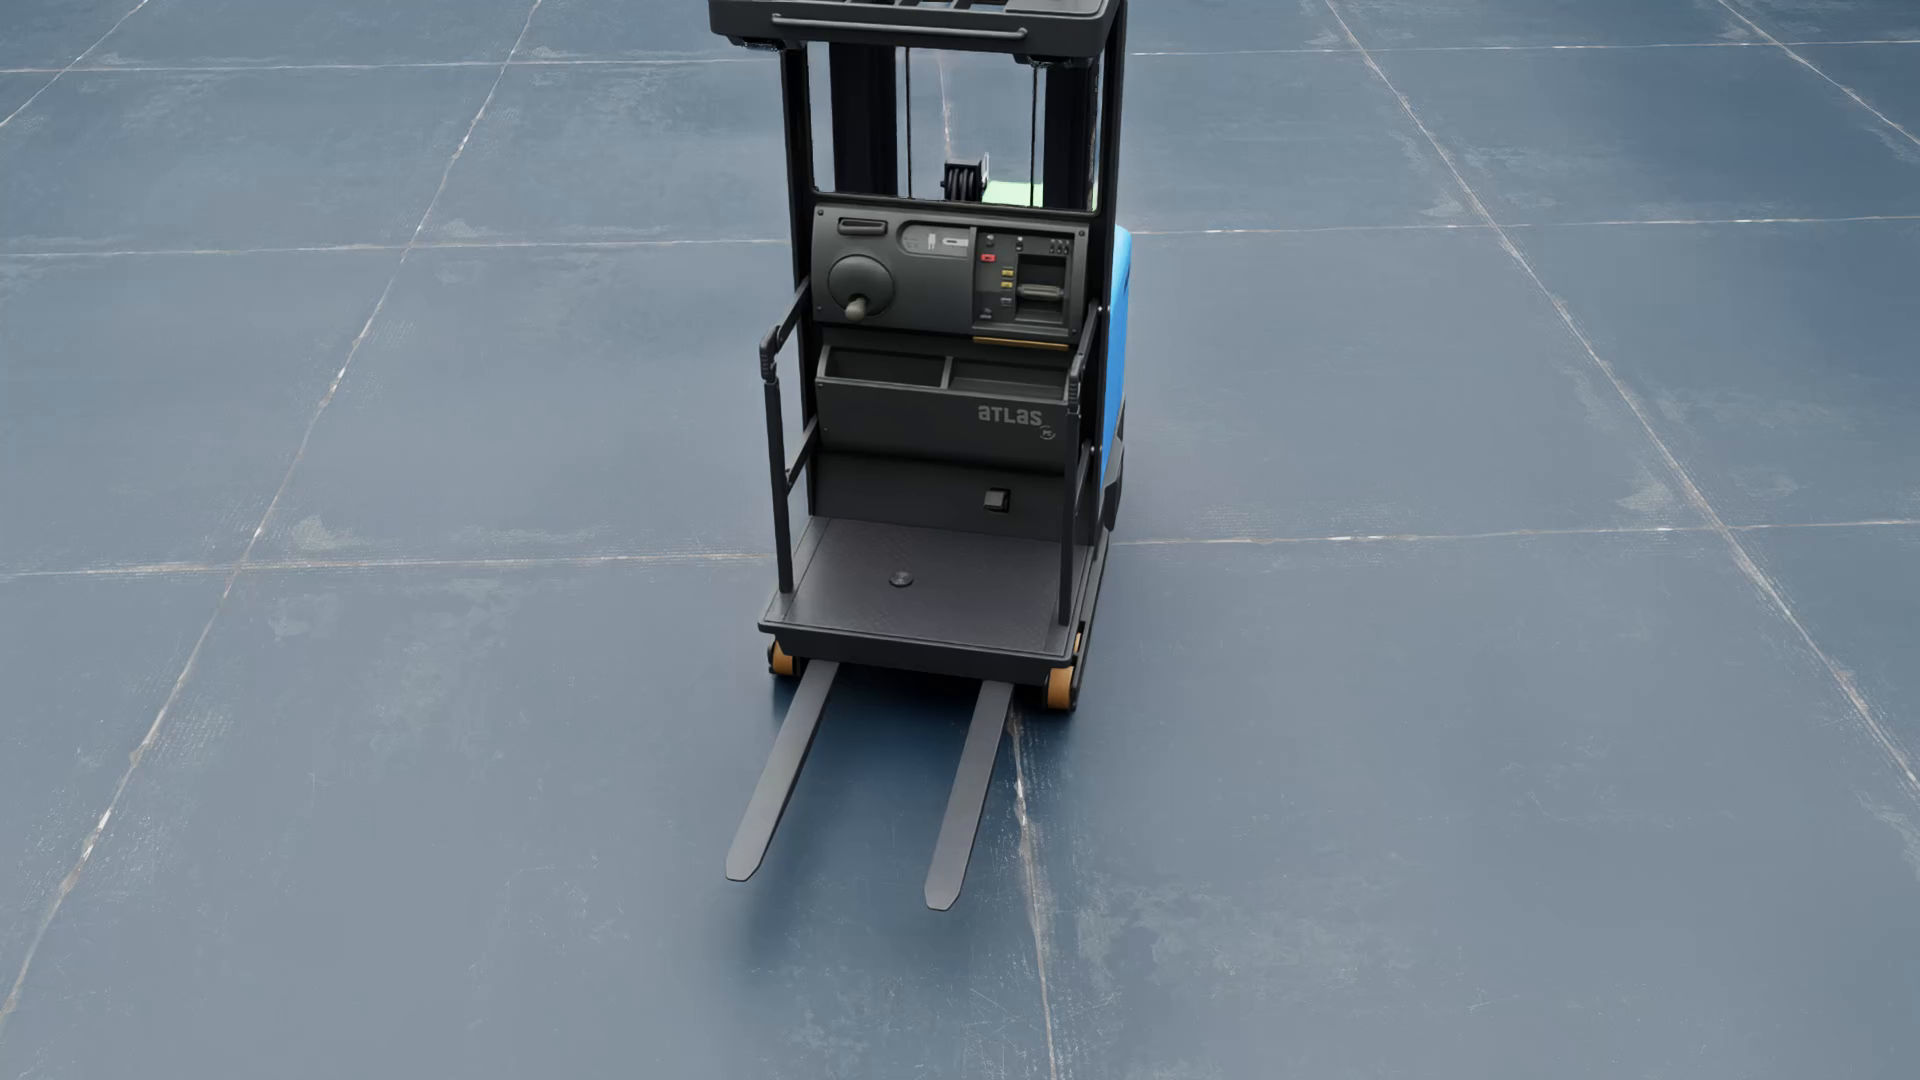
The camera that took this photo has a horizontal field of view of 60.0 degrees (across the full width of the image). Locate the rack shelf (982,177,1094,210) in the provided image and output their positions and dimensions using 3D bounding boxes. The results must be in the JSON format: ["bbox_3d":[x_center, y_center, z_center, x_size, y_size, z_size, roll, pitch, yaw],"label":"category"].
[{"bbox_3d":[0.334,-1.386,6.965,0.480,0.148,0.258,6,35,9],"label":"rack shelf"}]

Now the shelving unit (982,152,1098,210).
[{"bbox_3d":[0.333,-1.042,7.198,0.503,1.200,0.258,6,35,9],"label":"shelving unit"}]

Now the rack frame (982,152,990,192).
[{"bbox_3d":[0.093,-1.068,7.236,0.015,1.200,0.240,6,35,9],"label":"rack frame"}]

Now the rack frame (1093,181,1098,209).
[{"bbox_3d":[0.573,-1.015,7.160,0.015,1.200,0.240,6,35,9],"label":"rack frame"}]

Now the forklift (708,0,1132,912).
[{"bbox_3d":[-0.077,-0.832,5.376,1.130,2.935,3.031,6,35,9],"label":"forklift"}]
